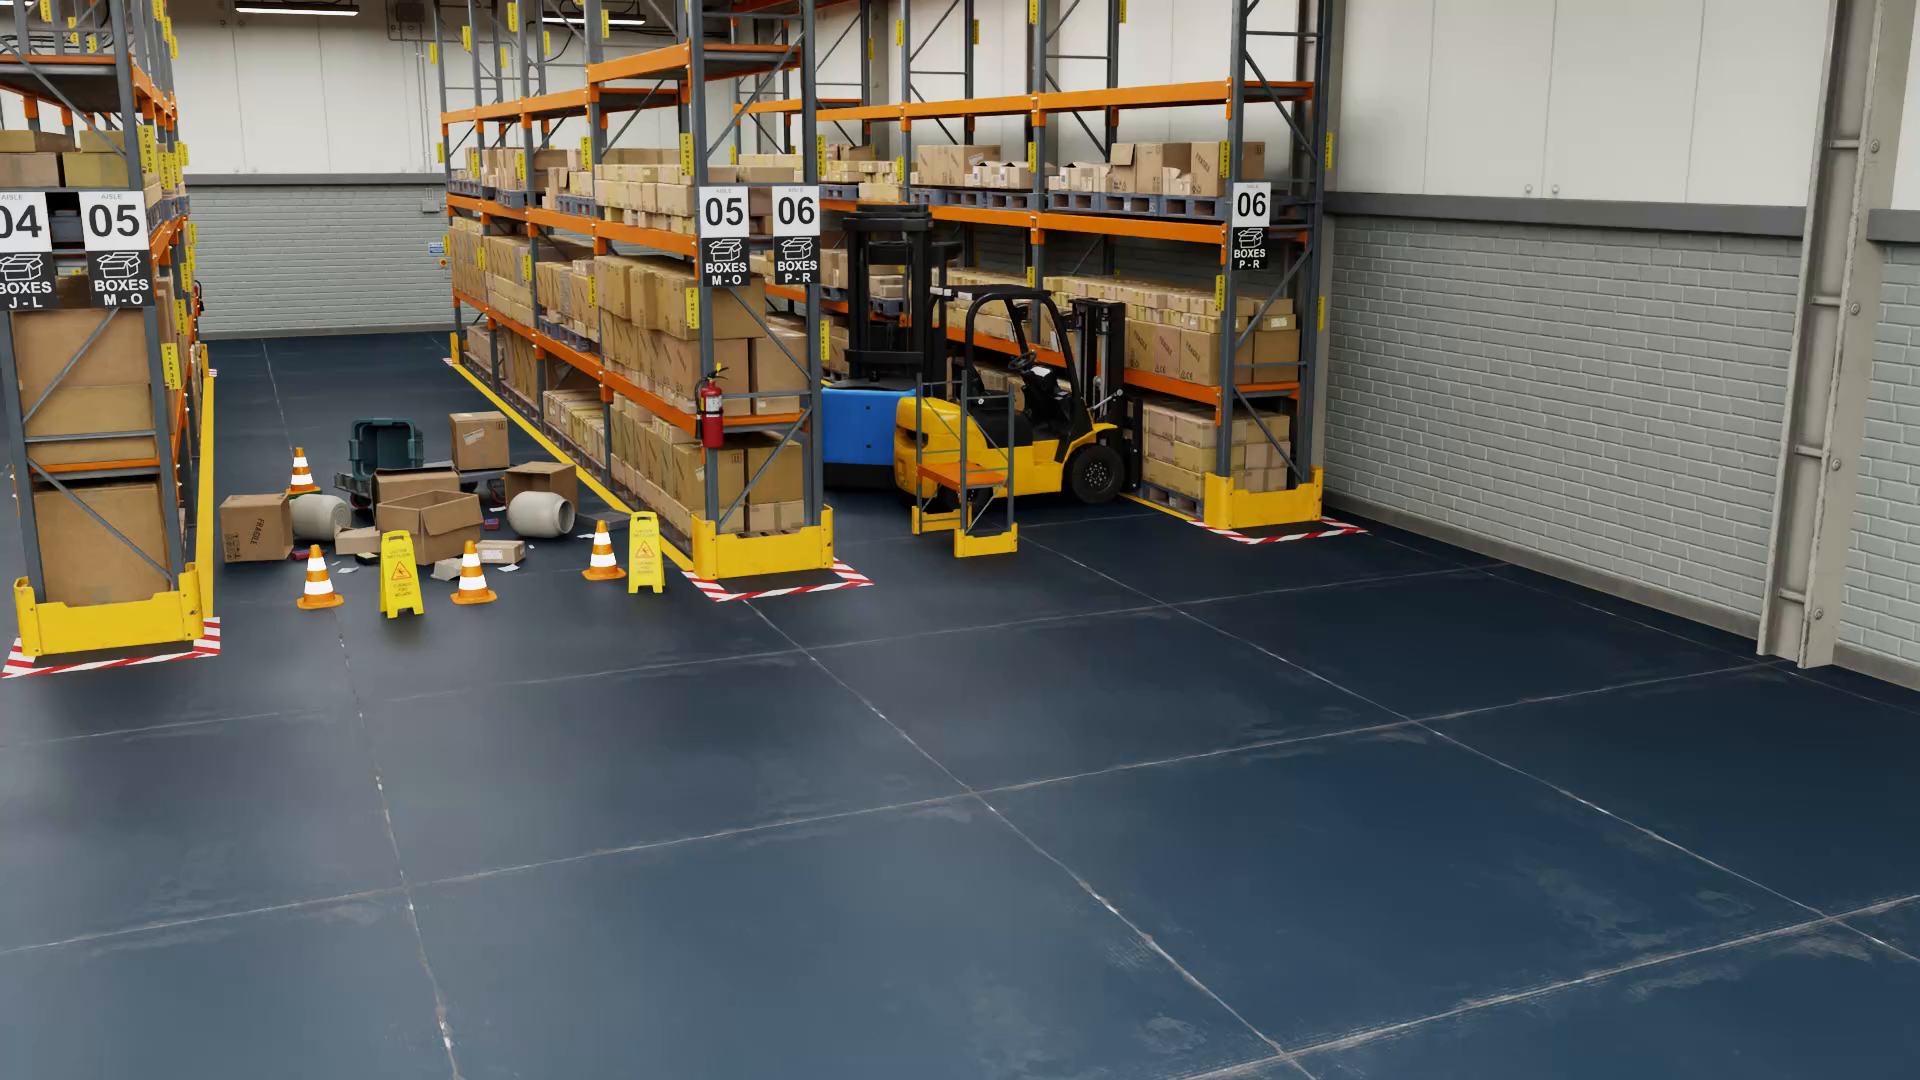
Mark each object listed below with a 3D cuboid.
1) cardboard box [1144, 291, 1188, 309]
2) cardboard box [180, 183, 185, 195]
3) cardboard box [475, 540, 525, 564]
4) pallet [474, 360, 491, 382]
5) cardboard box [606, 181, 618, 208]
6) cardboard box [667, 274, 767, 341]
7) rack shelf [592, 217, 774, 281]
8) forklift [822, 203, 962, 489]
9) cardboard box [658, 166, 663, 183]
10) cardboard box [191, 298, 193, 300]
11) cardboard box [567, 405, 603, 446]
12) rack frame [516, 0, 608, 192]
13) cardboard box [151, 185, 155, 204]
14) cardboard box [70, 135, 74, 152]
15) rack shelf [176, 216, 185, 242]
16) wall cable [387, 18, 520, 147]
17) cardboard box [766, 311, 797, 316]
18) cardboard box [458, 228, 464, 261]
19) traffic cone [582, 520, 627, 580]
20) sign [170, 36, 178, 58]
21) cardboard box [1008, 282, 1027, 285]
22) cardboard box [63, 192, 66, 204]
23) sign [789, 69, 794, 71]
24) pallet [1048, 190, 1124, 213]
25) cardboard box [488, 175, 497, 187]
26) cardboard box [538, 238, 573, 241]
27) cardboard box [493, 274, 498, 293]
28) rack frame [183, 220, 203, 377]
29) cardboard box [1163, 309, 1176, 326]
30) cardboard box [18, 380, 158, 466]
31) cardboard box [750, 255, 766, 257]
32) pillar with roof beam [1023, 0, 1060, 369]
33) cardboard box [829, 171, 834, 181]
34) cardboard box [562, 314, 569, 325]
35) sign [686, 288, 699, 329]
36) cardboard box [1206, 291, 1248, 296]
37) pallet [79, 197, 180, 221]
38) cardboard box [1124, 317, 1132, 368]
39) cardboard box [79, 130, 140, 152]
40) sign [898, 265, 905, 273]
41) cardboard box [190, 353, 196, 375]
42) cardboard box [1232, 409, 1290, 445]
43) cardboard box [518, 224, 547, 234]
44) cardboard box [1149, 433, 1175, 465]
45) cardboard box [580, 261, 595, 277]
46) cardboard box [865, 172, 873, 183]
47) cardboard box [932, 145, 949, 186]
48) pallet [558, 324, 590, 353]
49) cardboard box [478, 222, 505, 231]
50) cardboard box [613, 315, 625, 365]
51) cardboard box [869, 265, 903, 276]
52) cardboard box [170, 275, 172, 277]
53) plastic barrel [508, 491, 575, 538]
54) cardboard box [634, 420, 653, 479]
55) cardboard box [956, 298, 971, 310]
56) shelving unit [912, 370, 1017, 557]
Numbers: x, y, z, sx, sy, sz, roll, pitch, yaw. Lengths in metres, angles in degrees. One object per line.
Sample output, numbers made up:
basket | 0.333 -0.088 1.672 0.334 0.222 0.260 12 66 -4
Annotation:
cardboard box | 2.077 -2.412 16.701 0.380 0.149 0.250 -5 14 -22
cardboard box | -11.284 -4.928 23.571 0.500 0.250 0.500 -5 14 -21
cardboard box | -4.014 0.104 14.472 0.380 0.149 0.250 1 13 6
pallet | -7.171 -2.734 26.596 1.003 0.211 1.213 -6 14 -23
cardboard box | -3.100 -3.335 16.029 0.500 0.250 0.500 -6 14 -23
cardboard box | -2.043 -1.964 13.983 0.700 0.500 0.500 -6 14 -24
rack shelf | -2.440 -2.721 15.298 1.077 0.370 4.000 -6 14 -23
forklift | -0.610 -2.241 18.434 1.130 2.935 3.031 3 13 15
cardboard box | -2.458 -3.240 14.734 0.380 0.149 0.250 -6 14 -25
cardboard box | -11.850 -3.715 25.205 0.380 0.149 0.250 -5 14 -21
cardboard box | -4.024 -1.348 19.317 0.950 0.372 0.625 -5 14 -21
rack frame | -4.843 -5.773 20.235 1.000 3.000 0.127 -6 14 -23
cardboard box | -6.483 -2.682 12.937 0.380 0.149 0.250 -6 14 -23
cardboard box | -7.902 -3.430 14.402 0.380 0.149 0.250 -5 14 -22
rack shelf | -10.139 -3.906 20.417 1.077 0.370 4.000 -6 14 -23
wall cable | -9.894 -8.643 32.635 2.355 3.000 0.029 -6 14 -23
cardboard box | -3.343 -3.805 29.644 0.797 0.503 0.637 -6 14 -25
cardboard box | -7.690 -4.702 26.474 0.500 0.500 0.500 -6 14 -23
traffic cone | -2.993 0.067 13.936 0.336 0.463 0.334 -6 14 -23
sign | -12.026 -7.536 25.429 0.100 0.325 0.005 -6 14 -23
cardboard box | 0.796 -2.995 19.877 0.380 0.149 0.250 -6 14 -23
cardboard box | -7.292 -2.728 13.134 0.380 0.149 0.250 -5 14 -22
sign | -2.985 -8.453 29.392 0.100 0.325 0.005 -6 14 -23
pallet | 1.671 -3.717 18.201 1.003 0.211 1.213 -6 14 -23
cardboard box | -6.259 -4.935 22.856 0.380 0.166 0.250 -7 15 -27
cardboard box | -5.637 -3.930 23.138 0.500 0.500 0.500 -5 14 -21
cardboard box | -6.293 -3.625 23.485 0.500 0.250 0.500 -5 14 -22
rack frame | -12.543 -4.035 26.030 1.000 3.000 0.127 -6 14 -23
cardboard box | 2.246 -2.219 16.524 0.380 0.149 0.250 -6 14 -23
cardboard box | -6.324 -0.875 12.044 0.875 0.550 0.550 -6 14 -23
cardboard box | -3.566 -4.906 29.466 0.500 0.250 0.500 -6 14 -23
pillar with roof beam | -2.893 -5.645 19.683 9.100 9.000 0.400 -6 14 -23
cardboard box | -1.732 -5.409 24.721 0.380 0.149 0.250 -6 14 -24
cardboard box | -4.474 -2.625 19.563 0.380 0.149 0.250 -5 14 -20
sign | -2.155 -1.869 13.405 0.100 0.325 0.005 -6 14 -23
cardboard box | 2.691 -2.407 16.679 0.380 0.149 0.250 -6 14 -23
pallet | -8.581 -3.392 17.021 1.003 0.211 1.213 -5 14 -20
cardboard box | 1.854 -2.090 17.404 0.500 0.500 0.500 -6 14 -23
cardboard box | -5.976 -2.808 11.711 0.380 0.149 0.250 -5 14 -22
sign | -0.790 -3.773 22.510 0.100 0.325 0.005 -6 14 -23
cardboard box | -9.992 -2.214 21.113 0.500 0.250 0.500 -6 14 -25
cardboard box | 2.889 -1.115 16.363 0.500 0.250 0.500 -6 14 -24
cardboard box | -6.334 -4.617 24.668 0.380 0.149 0.250 -6 14 -24
cardboard box | 2.236 -0.932 16.681 0.500 0.250 0.500 -6 14 -24
cardboard box | -3.921 -2.954 18.109 0.380 0.149 0.250 -6 14 -25
cardboard box | -1.151 -5.201 23.867 0.380 0.149 0.250 -5 14 -21
cardboard box | 0.064 -4.795 21.290 0.700 0.500 0.500 -6 14 -24
pallet | -4.013 -2.351 19.181 1.003 0.211 1.213 -6 14 -23
cardboard box | -7.075 -4.730 25.158 0.380 0.149 0.250 -6 14 -23
cardboard box | -3.098 -1.999 16.355 0.500 0.500 0.500 -6 14 -23
cardboard box | -1.120 -3.874 24.177 0.797 0.503 0.637 -6 14 -24
cardboard box | -10.080 -3.246 20.928 0.380 0.149 0.250 -6 14 -25
plastic barrel | -3.853 -0.232 15.313 0.512 0.421 0.421 4 14 16
cardboard box | -2.821 -0.891 15.950 0.500 0.500 0.500 -5 14 -20
cardboard box | 0.278 -3.039 20.953 0.500 0.250 0.500 -5 14 -22
shelving unit | 0.031 -0.715 15.013 0.587 1.500 1.083 -6 14 -23
